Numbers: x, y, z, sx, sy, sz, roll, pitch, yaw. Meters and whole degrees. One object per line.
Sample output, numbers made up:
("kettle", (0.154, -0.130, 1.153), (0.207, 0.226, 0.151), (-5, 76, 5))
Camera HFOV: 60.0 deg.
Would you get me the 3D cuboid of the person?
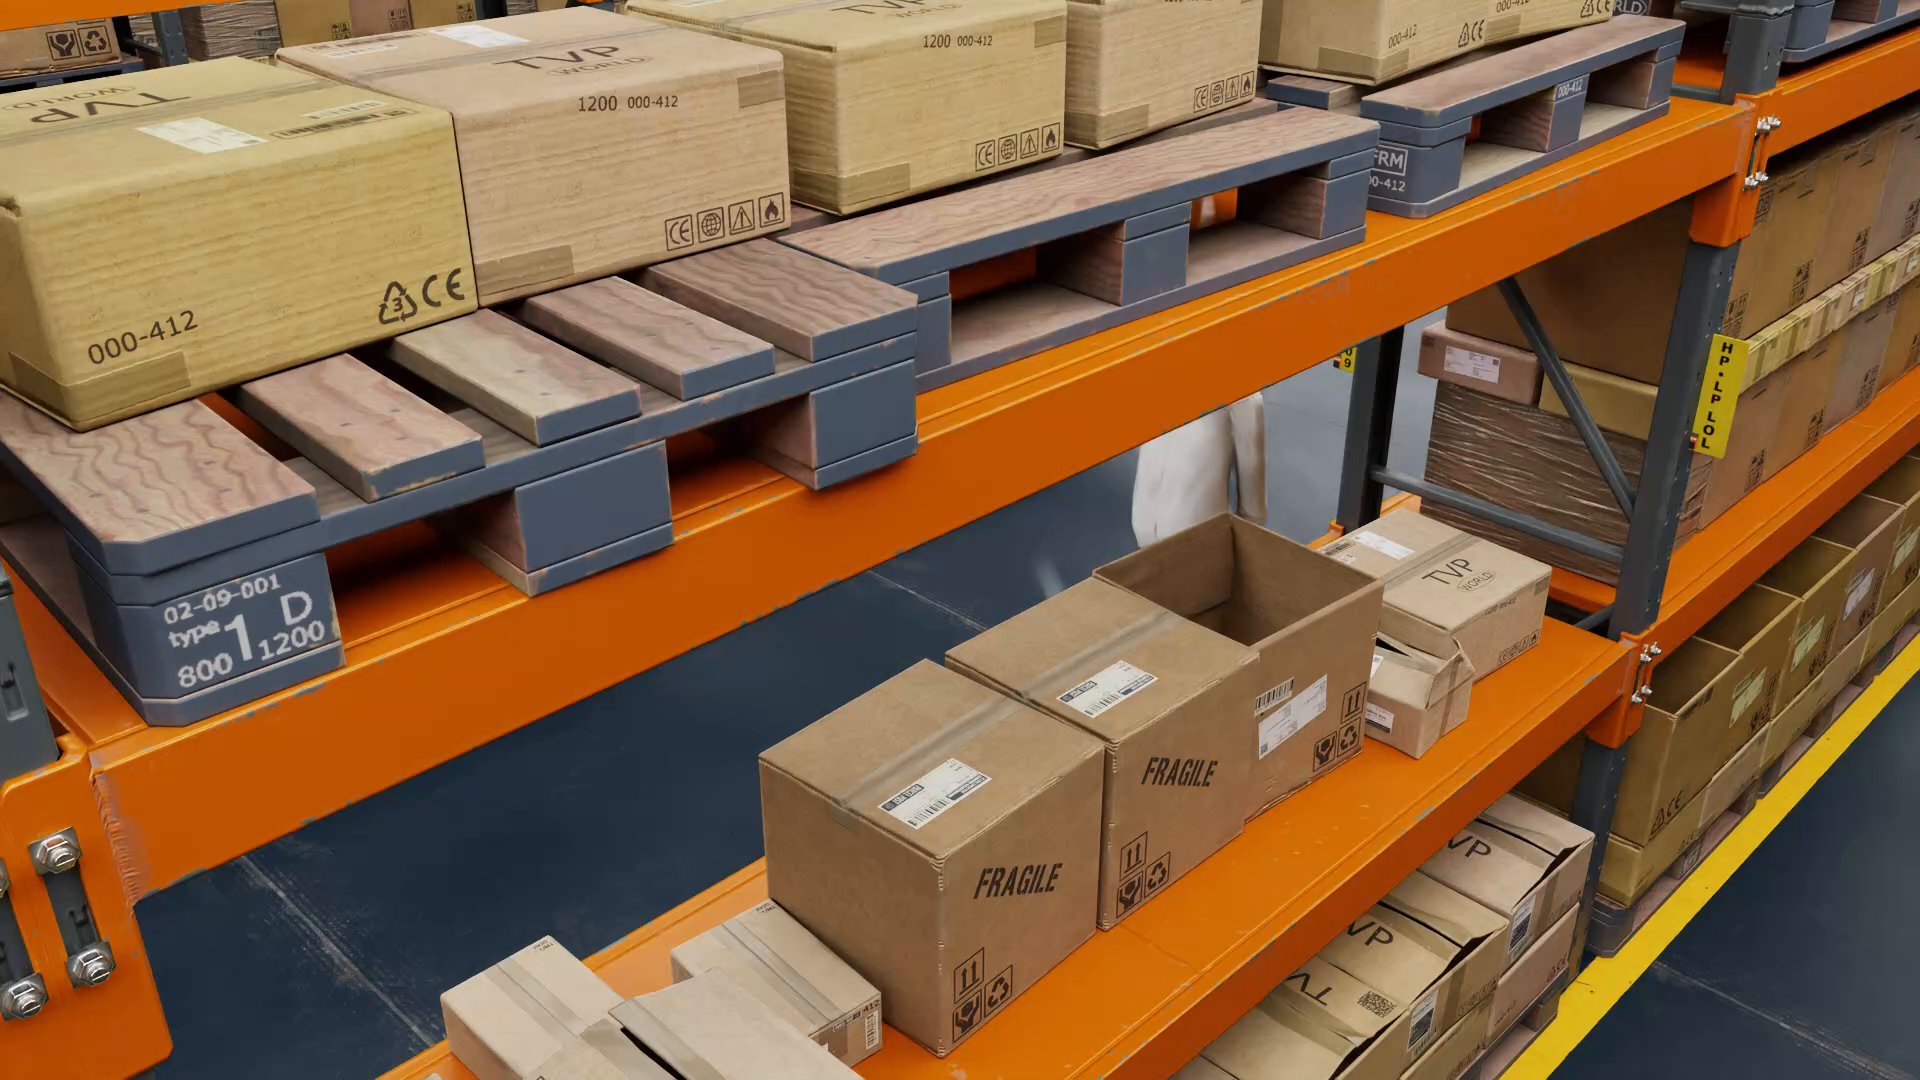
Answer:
("person", (0.905, -0.121, 6.516), (0.522, 1.653, 0.611), (-24, 36, -38))
